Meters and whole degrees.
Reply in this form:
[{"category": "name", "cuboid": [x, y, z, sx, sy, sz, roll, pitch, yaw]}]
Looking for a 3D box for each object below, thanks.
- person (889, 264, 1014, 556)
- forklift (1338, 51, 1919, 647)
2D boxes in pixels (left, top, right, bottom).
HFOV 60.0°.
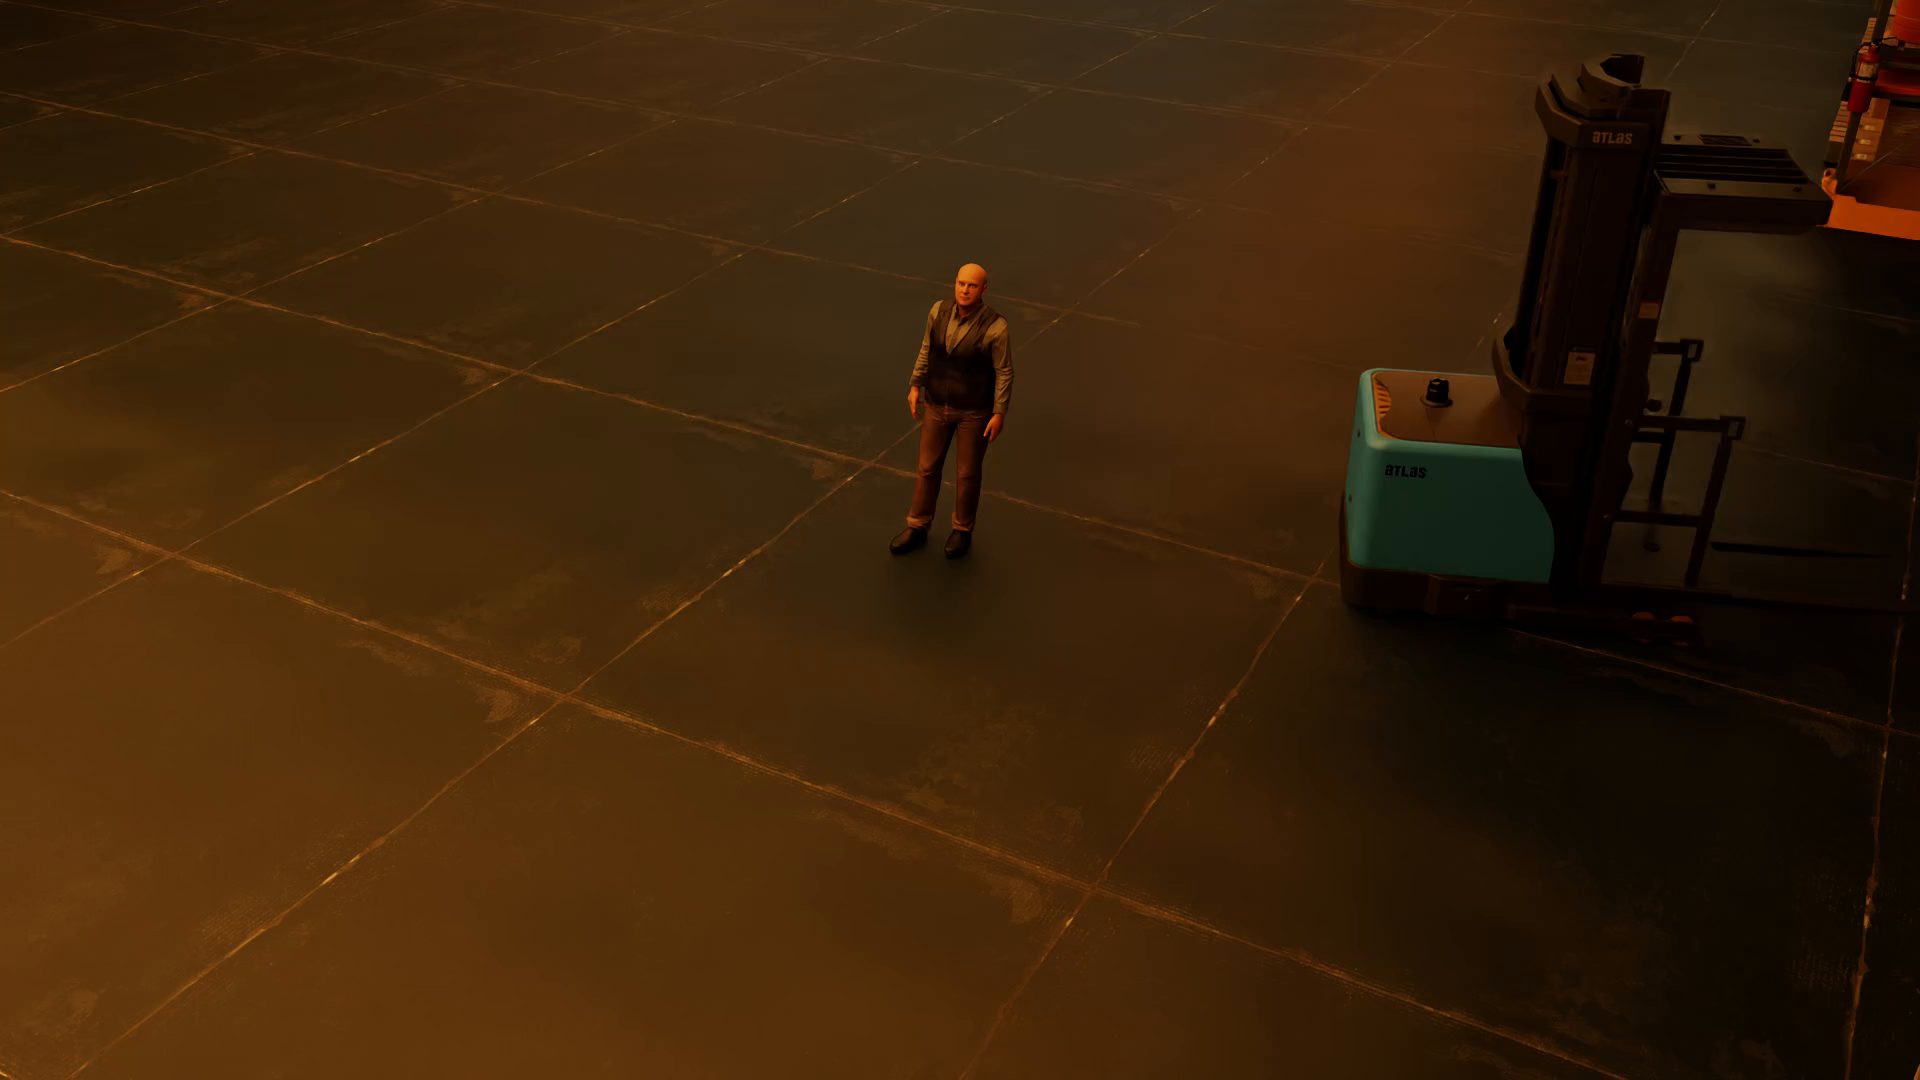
[{"category": "person", "cuboid": [-0.037, -0.726, 9.524, 0.633, 1.722, 0.566, 15, 33, 25]}, {"category": "forklift", "cuboid": [3.710, -0.980, 8.769, 3.031, 2.935, 1.130, 5, 30, 8]}]
